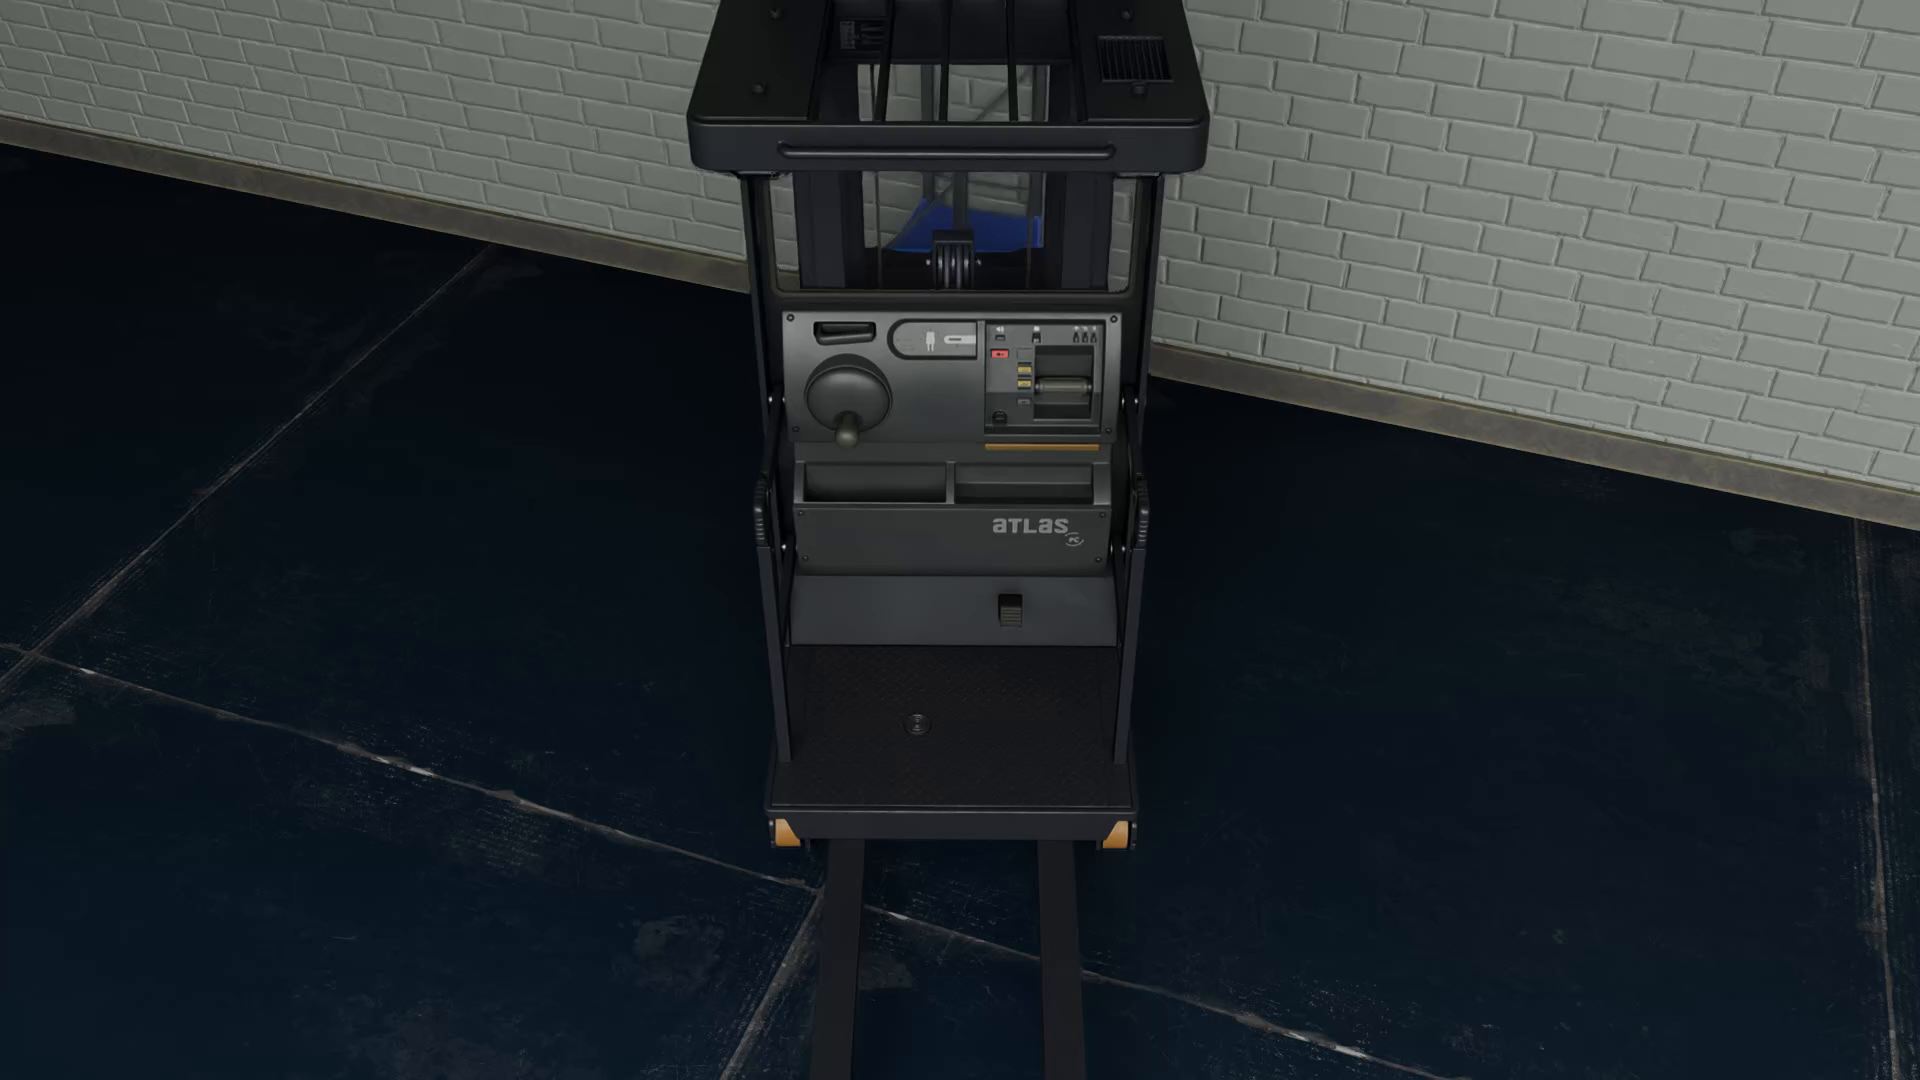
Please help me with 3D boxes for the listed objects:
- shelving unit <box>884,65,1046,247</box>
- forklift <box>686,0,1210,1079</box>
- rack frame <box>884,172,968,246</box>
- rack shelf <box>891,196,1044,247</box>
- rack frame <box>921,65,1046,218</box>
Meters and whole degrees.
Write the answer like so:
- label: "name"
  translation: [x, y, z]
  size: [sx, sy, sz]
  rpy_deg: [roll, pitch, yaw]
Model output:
- label: "shelving unit"
  translation: [-0.064, -1.142, 6.405]
  size: [0.538, 1.500, 1.048]
  rpy_deg: [11, 41, 13]
- label: "forklift"
  translation: [-0.021, -0.371, 4.426]
  size: [1.130, 2.935, 3.031]
  rpy_deg: [0, 40, 0]
- label: "rack frame"
  translation: [-0.217, -0.833, 6.031]
  size: [0.500, 1.500, 0.032]
  rpy_deg: [11, 41, 13]
- label: "rack shelf"
  translation: [-0.064, -1.003, 6.519]
  size: [0.538, 0.185, 1.000]
  rpy_deg: [11, 41, 13]
- label: "rack frame"
  translation: [0.090, -1.451, 6.778]
  size: [0.500, 1.500, 0.032]
  rpy_deg: [11, 41, 13]
